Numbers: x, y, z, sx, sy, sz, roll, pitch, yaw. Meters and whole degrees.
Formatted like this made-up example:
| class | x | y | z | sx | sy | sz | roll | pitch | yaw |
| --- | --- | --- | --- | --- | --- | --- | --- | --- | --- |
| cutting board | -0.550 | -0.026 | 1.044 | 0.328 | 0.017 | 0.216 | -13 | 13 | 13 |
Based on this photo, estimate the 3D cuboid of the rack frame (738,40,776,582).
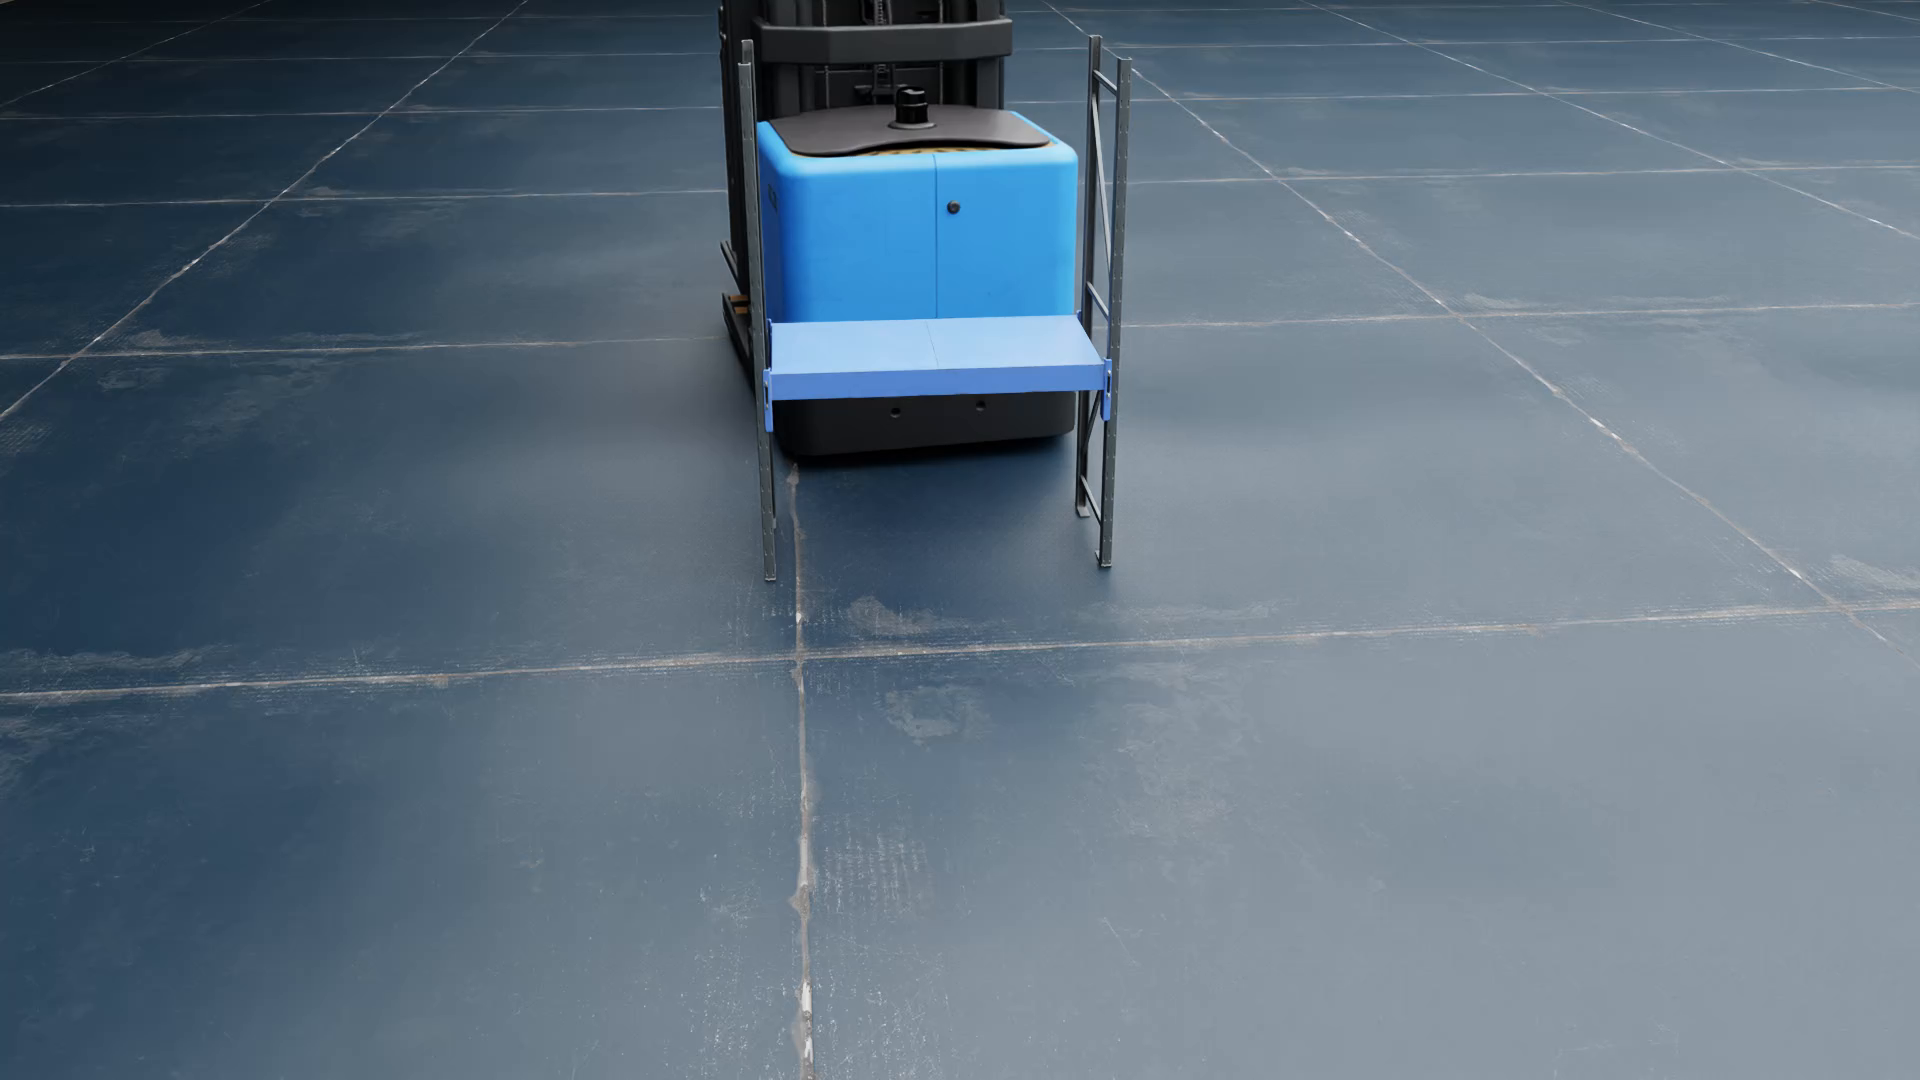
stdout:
| class | x | y | z | sx | sy | sz | roll | pitch | yaw |
| --- | --- | --- | --- | --- | --- | --- | --- | --- | --- |
| rack frame | -0.591 | -0.662 | 4.892 | 0.032 | 1.500 | 0.500 | -2 | 24 | -5 |

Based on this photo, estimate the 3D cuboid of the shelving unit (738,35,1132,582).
| class | x | y | z | sx | sy | sz | roll | pitch | yaw |
| --- | --- | --- | --- | --- | --- | --- | --- | --- | --- |
| shelving unit | -0.085 | -0.682 | 4.938 | 1.048 | 1.500 | 0.538 | -2 | 24 | -5 |

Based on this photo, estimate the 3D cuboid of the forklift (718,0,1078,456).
| class | x | y | z | sx | sy | sz | roll | pitch | yaw |
| --- | --- | --- | --- | --- | --- | --- | --- | --- | --- |
| forklift | -0.422 | -2.201 | 6.594 | 1.130 | 2.935 | 3.031 | -5 | 25 | -12 |

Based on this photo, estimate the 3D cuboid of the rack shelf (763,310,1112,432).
| class | x | y | z | sx | sy | sz | roll | pitch | yaw |
| --- | --- | --- | --- | --- | --- | --- | --- | --- | --- |
| rack shelf | -0.085 | -0.518 | 5.011 | 1.000 | 0.185 | 0.538 | -2 | 24 | -5 |

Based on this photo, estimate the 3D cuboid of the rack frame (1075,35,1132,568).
| class | x | y | z | sx | sy | sz | roll | pitch | yaw |
| --- | --- | --- | --- | --- | --- | --- | --- | --- | --- |
| rack frame | 0.421 | -0.702 | 4.983 | 0.032 | 1.500 | 0.500 | -2 | 24 | -5 |
